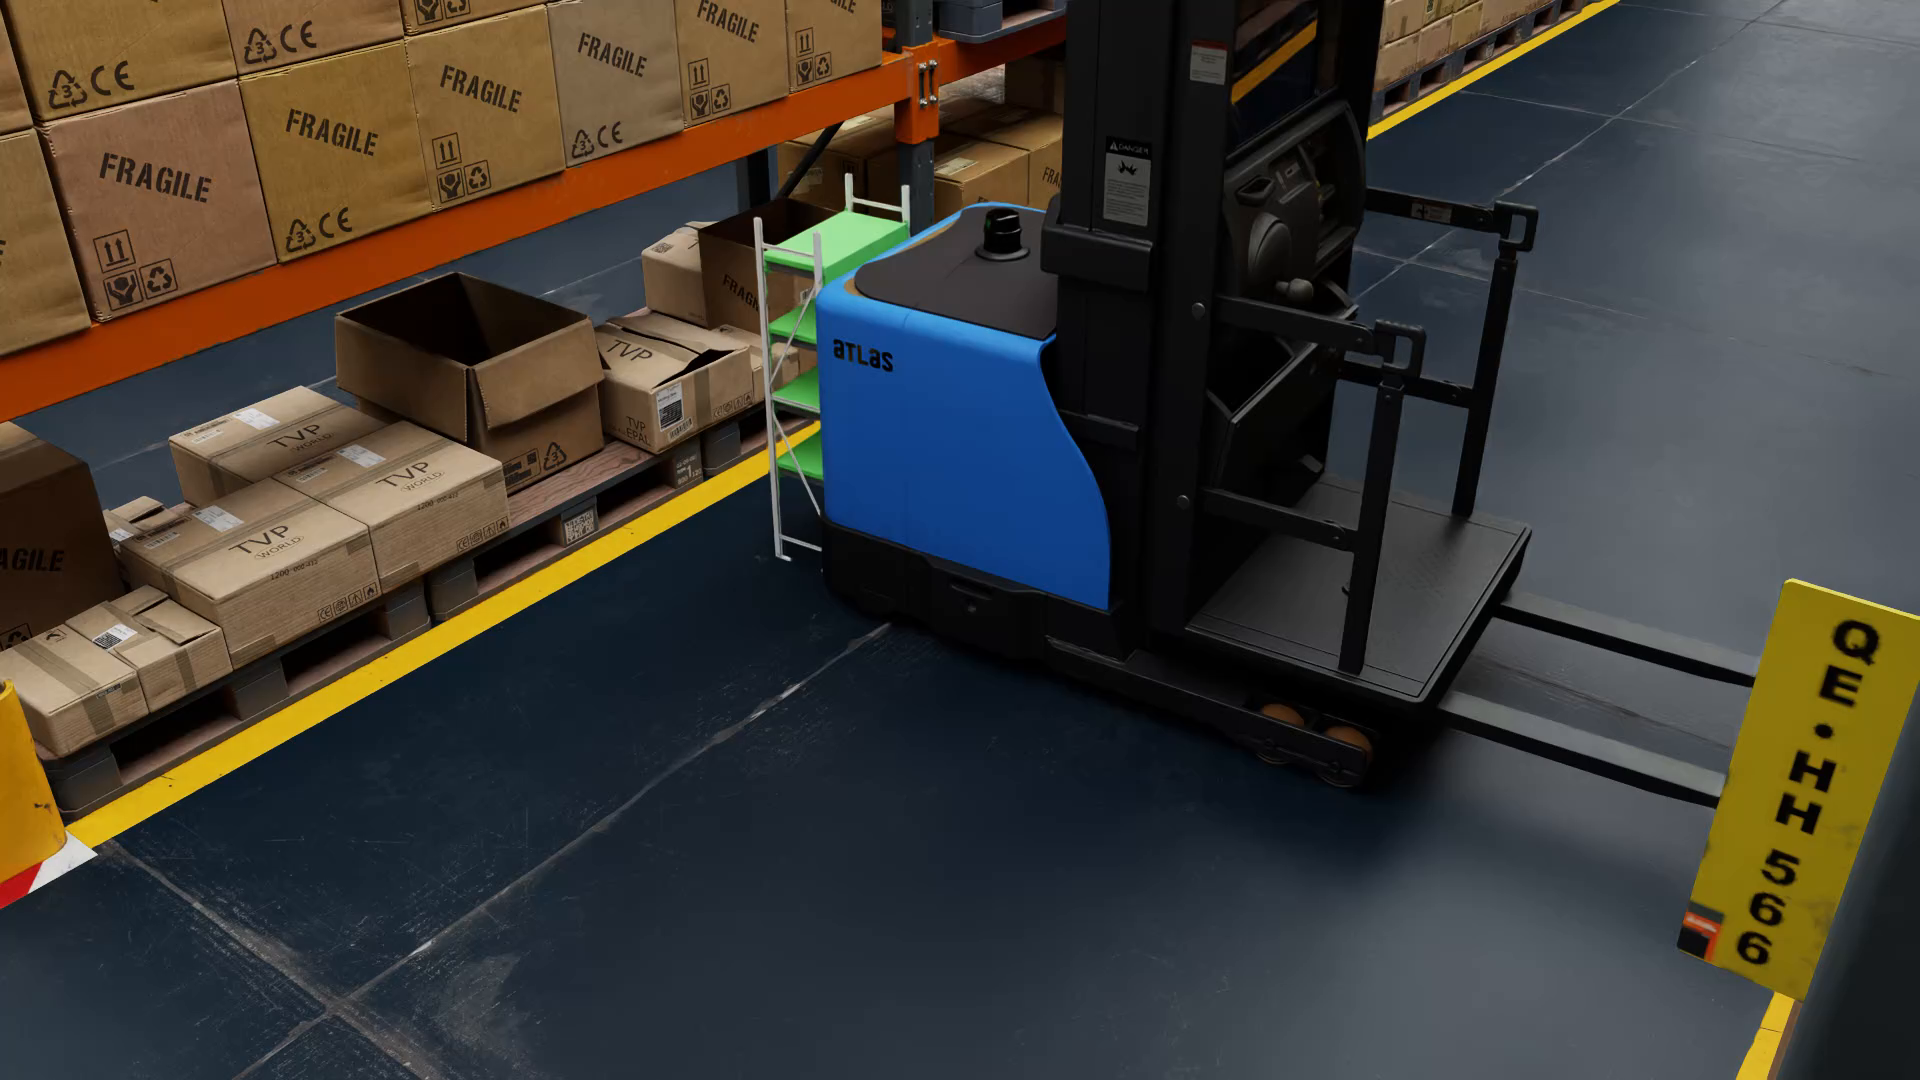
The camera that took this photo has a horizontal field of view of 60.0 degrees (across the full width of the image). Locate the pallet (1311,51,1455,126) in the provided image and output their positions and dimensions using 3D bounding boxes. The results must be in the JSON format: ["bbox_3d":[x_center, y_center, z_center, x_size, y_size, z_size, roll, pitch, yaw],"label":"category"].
[{"bbox_3d":[2.406,-2.945,10.512,1.003,0.211,1.213,21,37,31],"label":"pallet"}]

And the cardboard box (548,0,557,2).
[{"bbox_3d":[-1.247,-1.970,5.054,0.500,0.500,0.500,21,37,32],"label":"cardboard box"}]

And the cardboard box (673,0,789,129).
[{"bbox_3d":[-0.944,-1.747,5.658,0.500,0.500,0.500,22,37,33],"label":"cardboard box"}]

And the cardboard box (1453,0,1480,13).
[{"bbox_3d":[3.048,-3.606,10.628,0.500,0.311,0.500,20,36,30],"label":"cardboard box"}]

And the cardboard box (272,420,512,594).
[{"bbox_3d":[-1.793,-0.117,5.271,0.500,0.250,0.500,21,37,31],"label":"cardboard box"}]

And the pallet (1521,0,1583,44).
[{"bbox_3d":[3.879,-3.937,12.186,1.003,0.211,1.213,21,37,31],"label":"pallet"}]

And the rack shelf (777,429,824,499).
[{"bbox_3d":[-0.394,-0.275,5.634,0.258,0.148,0.480,17,35,26],"label":"rack shelf"}]

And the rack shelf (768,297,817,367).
[{"bbox_3d":[-0.394,-0.688,5.389,0.258,0.148,0.480,17,35,26],"label":"rack shelf"}]

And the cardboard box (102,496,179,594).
[{"bbox_3d":[-2.503,0.026,5.112,0.380,0.166,0.250,21,37,31],"label":"cardboard box"}]

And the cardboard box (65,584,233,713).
[{"bbox_3d":[-2.274,0.293,4.661,0.380,0.166,0.250,21,37,31],"label":"cardboard box"}]

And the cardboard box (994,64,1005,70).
[{"bbox_3d":[0.446,-2.208,8.554,0.500,0.500,0.500,20,36,30],"label":"cardboard box"}]

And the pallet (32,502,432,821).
[{"bbox_3d":[-2.425,0.274,5.081,1.003,0.211,1.213,21,37,31],"label":"pallet"}]

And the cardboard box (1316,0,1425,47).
[{"bbox_3d":[2.428,-3.184,9.915,0.500,0.311,0.500,23,37,33],"label":"cardboard box"}]

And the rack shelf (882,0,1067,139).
[{"bbox_3d":[0.670,-2.700,8.069,1.077,0.370,4.000,21,37,31],"label":"rack shelf"}]

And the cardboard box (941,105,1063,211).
[{"bbox_3d":[0.263,-1.652,7.616,0.500,0.500,0.500,22,37,32],"label":"cardboard box"}]

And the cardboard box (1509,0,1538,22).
[{"bbox_3d":[3.658,-3.775,11.462,0.500,0.250,0.500,22,37,32],"label":"cardboard box"}]

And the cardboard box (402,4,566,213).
[{"bbox_3d":[-1.558,-1.330,4.953,0.500,0.500,0.500,22,37,32],"label":"cardboard box"}]

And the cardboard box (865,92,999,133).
[{"bbox_3d":[-0.162,-1.797,7.861,0.500,0.500,0.500,21,37,31],"label":"cardboard box"}]

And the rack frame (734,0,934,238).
[{"bbox_3d":[-0.537,-2.196,6.514,1.000,3.000,0.127,21,37,31],"label":"rack frame"}]

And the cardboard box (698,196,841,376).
[{"bbox_3d":[-0.655,-0.991,6.501,0.500,0.500,0.500,21,37,31],"label":"cardboard box"}]

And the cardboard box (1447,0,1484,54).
[{"bbox_3d":[3.040,-3.360,10.763,0.500,0.250,0.500,20,36,30],"label":"cardboard box"}]

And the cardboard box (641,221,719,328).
[{"bbox_3d":[-0.963,-1.125,6.911,0.500,0.311,0.500,21,37,31],"label":"cardboard box"}]

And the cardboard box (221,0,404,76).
[{"bbox_3d":[-1.858,-1.559,4.360,0.500,0.500,0.500,22,37,32],"label":"cardboard box"}]

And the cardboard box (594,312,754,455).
[{"bbox_3d":[-1.107,-0.605,6.035,0.500,0.311,0.500,21,37,31],"label":"cardboard box"}]

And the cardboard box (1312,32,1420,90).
[{"bbox_3d":[2.428,-2.942,10.058,0.500,0.250,0.500,21,37,31],"label":"cardboard box"}]

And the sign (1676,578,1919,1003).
[{"bbox_3d":[0.576,0.180,1.136,0.100,0.325,0.005,21,37,31],"label":"sign"}]

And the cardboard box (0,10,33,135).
[{"bbox_3d":[-2.473,-1.143,3.657,0.500,0.500,0.500,22,37,33],"label":"cardboard box"}]

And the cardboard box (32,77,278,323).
[{"bbox_3d":[-2.166,-0.924,4.269,0.500,0.500,0.500,21,36,31],"label":"cardboard box"}]

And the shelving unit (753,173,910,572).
[{"bbox_3d":[-0.394,-0.537,5.479,0.258,1.200,0.503,17,35,26],"label":"shelving unit"}]

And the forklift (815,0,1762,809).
[{"bbox_3d":[1.079,-0.888,4.374,3.031,2.935,1.130,17,35,27],"label":"forklift"}]

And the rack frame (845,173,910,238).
[{"bbox_3d":[-0.268,-0.643,5.659,0.240,1.200,0.015,17,35,26],"label":"rack frame"}]

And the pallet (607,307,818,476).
[{"bbox_3d":[-0.952,-0.718,6.754,1.003,0.211,1.213,21,37,31],"label":"pallet"}]

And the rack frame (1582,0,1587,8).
[{"bbox_3d":[4.292,-5.448,12.001,1.000,3.000,0.127,21,37,31],"label":"rack frame"}]
